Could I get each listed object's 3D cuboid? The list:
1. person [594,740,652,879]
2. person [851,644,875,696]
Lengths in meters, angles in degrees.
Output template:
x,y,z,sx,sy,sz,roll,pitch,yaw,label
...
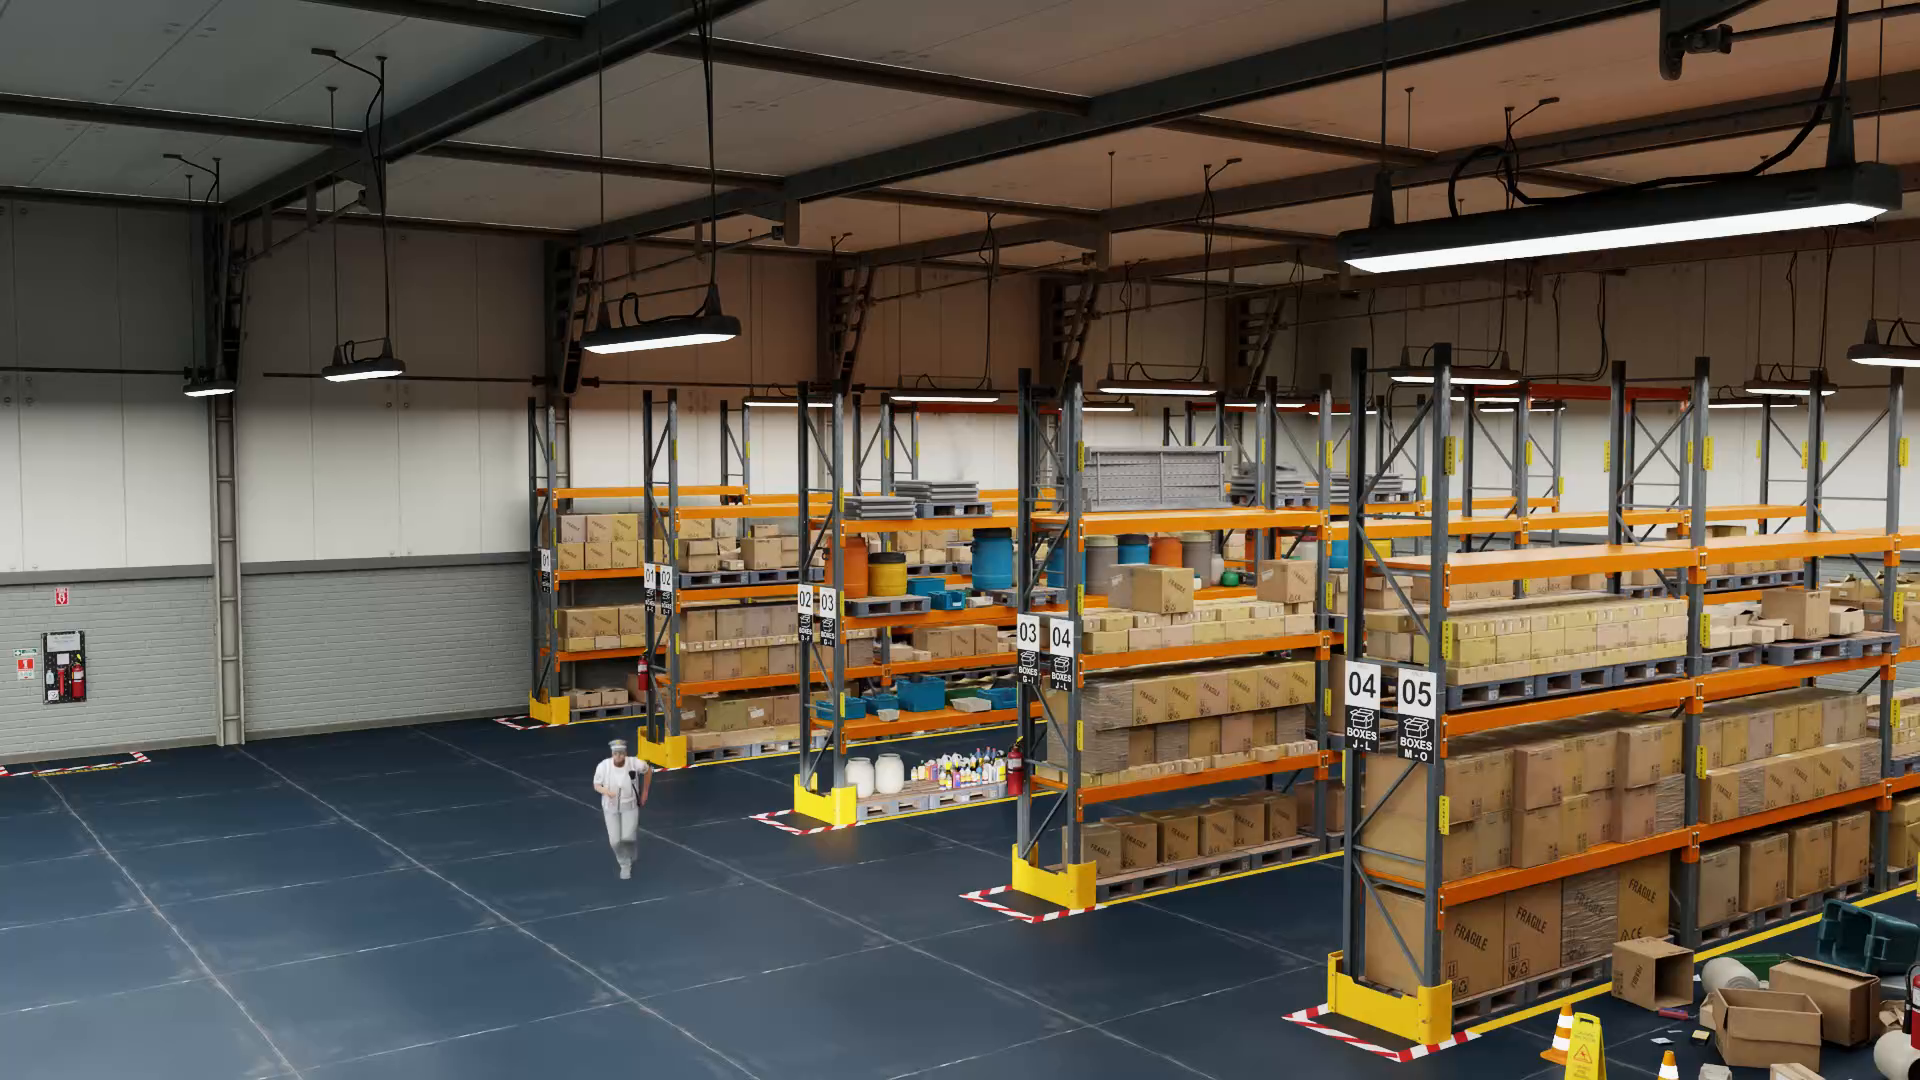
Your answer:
x,y,z,sx,sy,sz,roll,pitch,yaw,label
-3.978,3.168,19.577,0.648,1.715,0.718,0,3,-4,person
-1.927,2.489,31.677,0.598,1.601,0.522,3,5,44,person
